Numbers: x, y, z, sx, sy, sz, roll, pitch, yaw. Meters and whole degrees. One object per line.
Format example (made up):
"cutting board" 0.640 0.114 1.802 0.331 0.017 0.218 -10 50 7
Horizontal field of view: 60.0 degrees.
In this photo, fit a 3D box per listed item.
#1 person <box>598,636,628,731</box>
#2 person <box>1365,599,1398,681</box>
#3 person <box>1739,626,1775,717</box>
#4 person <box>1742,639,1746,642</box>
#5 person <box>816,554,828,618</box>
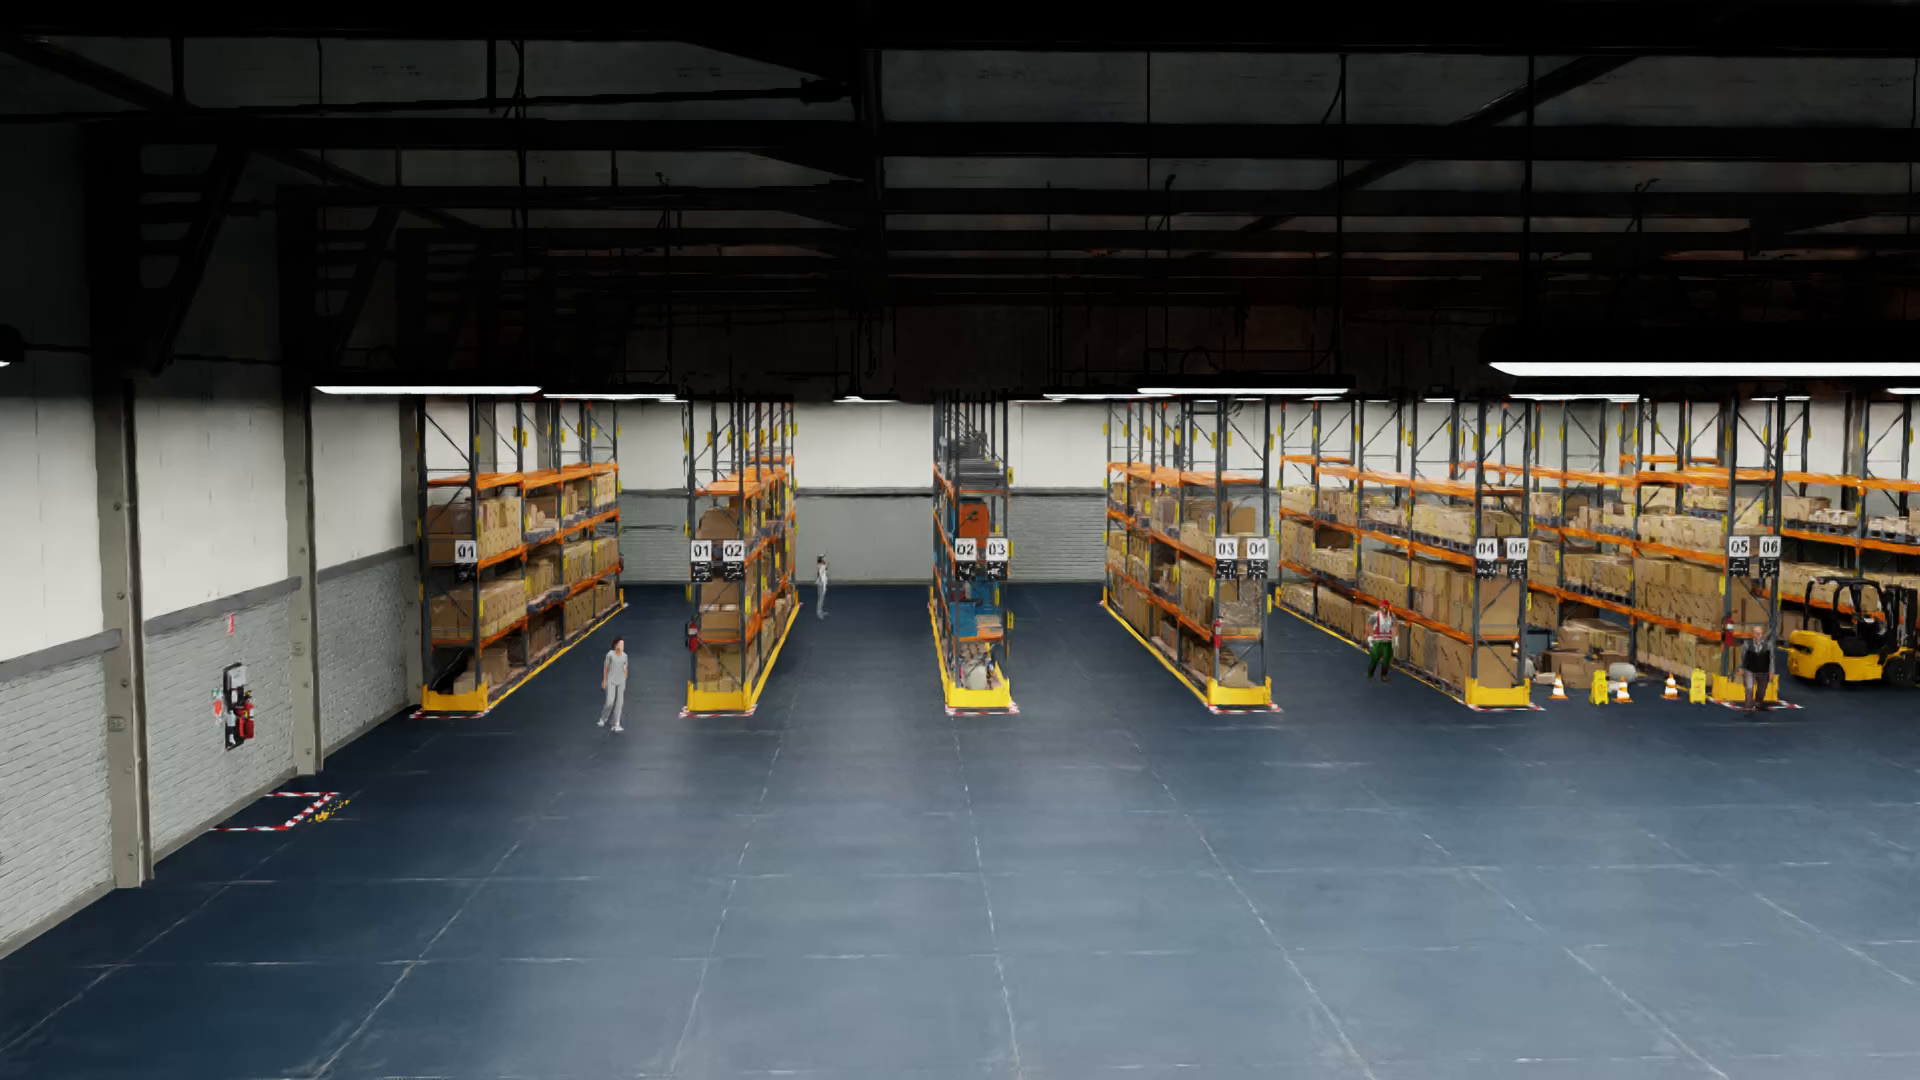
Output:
"person" -6.106 2.512 29.248 0.518 1.664 0.514 -4 6 -39
"person" 8.694 2.068 34.263 0.677 1.742 0.552 0 5 -4
"person" 14.665 2.401 30.603 0.572 1.669 0.954 2 5 18
"person" 16.885 1.985 35.669 0.462 1.652 0.523 2 5 28
"person" -3.708 1.218 44.722 0.363 1.685 0.602 -1 5 -10
